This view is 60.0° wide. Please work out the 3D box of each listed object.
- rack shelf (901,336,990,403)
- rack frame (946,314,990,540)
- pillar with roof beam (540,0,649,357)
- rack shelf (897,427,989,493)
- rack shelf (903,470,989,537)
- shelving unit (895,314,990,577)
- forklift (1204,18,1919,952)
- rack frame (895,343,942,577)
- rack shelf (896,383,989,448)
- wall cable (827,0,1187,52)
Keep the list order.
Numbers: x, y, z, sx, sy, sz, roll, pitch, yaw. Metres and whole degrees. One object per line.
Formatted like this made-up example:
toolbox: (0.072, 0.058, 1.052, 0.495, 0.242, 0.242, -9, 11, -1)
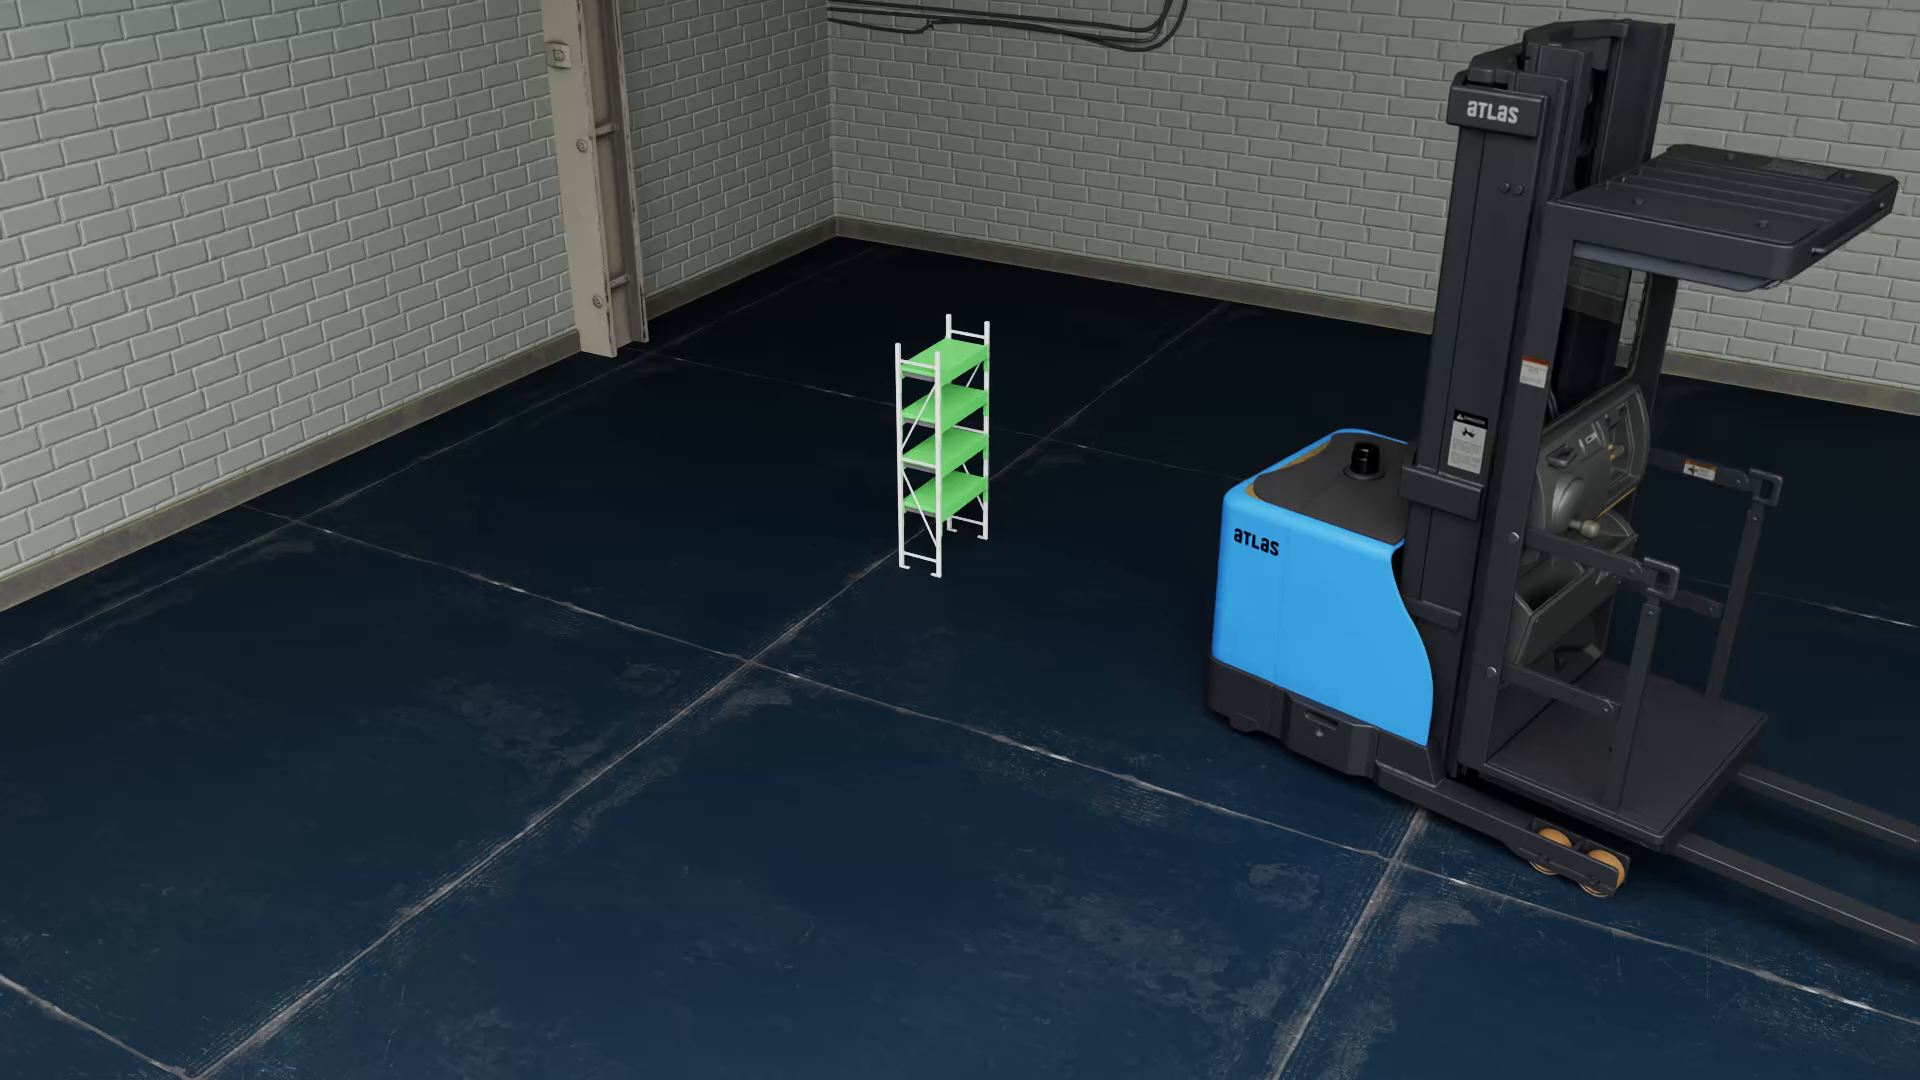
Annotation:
rack shelf: (-0.081, -0.844, 8.166, 0.258, 0.148, 0.480, 14, 30, 26)
rack frame: (0.039, -0.567, 8.542, 0.240, 1.200, 0.015, 14, 30, 26)
pillar with roof beam: (1.369, -4.416, 7.519, 9.100, 9.000, 0.400, 14, 30, 26)
rack shelf: (-0.081, -0.415, 8.381, 0.258, 0.148, 0.480, 14, 30, 26)
rack shelf: (-0.081, -0.200, 8.489, 0.258, 0.148, 0.480, 14, 30, 26)
shelving unit: (-0.081, -0.472, 8.353, 0.258, 1.200, 0.503, 14, 30, 26)
forklift: (2.485, -0.263, 6.001, 3.031, 2.935, 1.130, 22, 34, 37)
rack frame: (-0.201, -0.377, 8.163, 0.240, 1.200, 0.015, 14, 30, 26)
rack shelf: (-0.081, -0.629, 8.274, 0.258, 0.148, 0.480, 14, 30, 26)
wall cable: (0.221, -4.832, 11.820, 3.097, 2.526, 0.112, 14, 30, 26)
